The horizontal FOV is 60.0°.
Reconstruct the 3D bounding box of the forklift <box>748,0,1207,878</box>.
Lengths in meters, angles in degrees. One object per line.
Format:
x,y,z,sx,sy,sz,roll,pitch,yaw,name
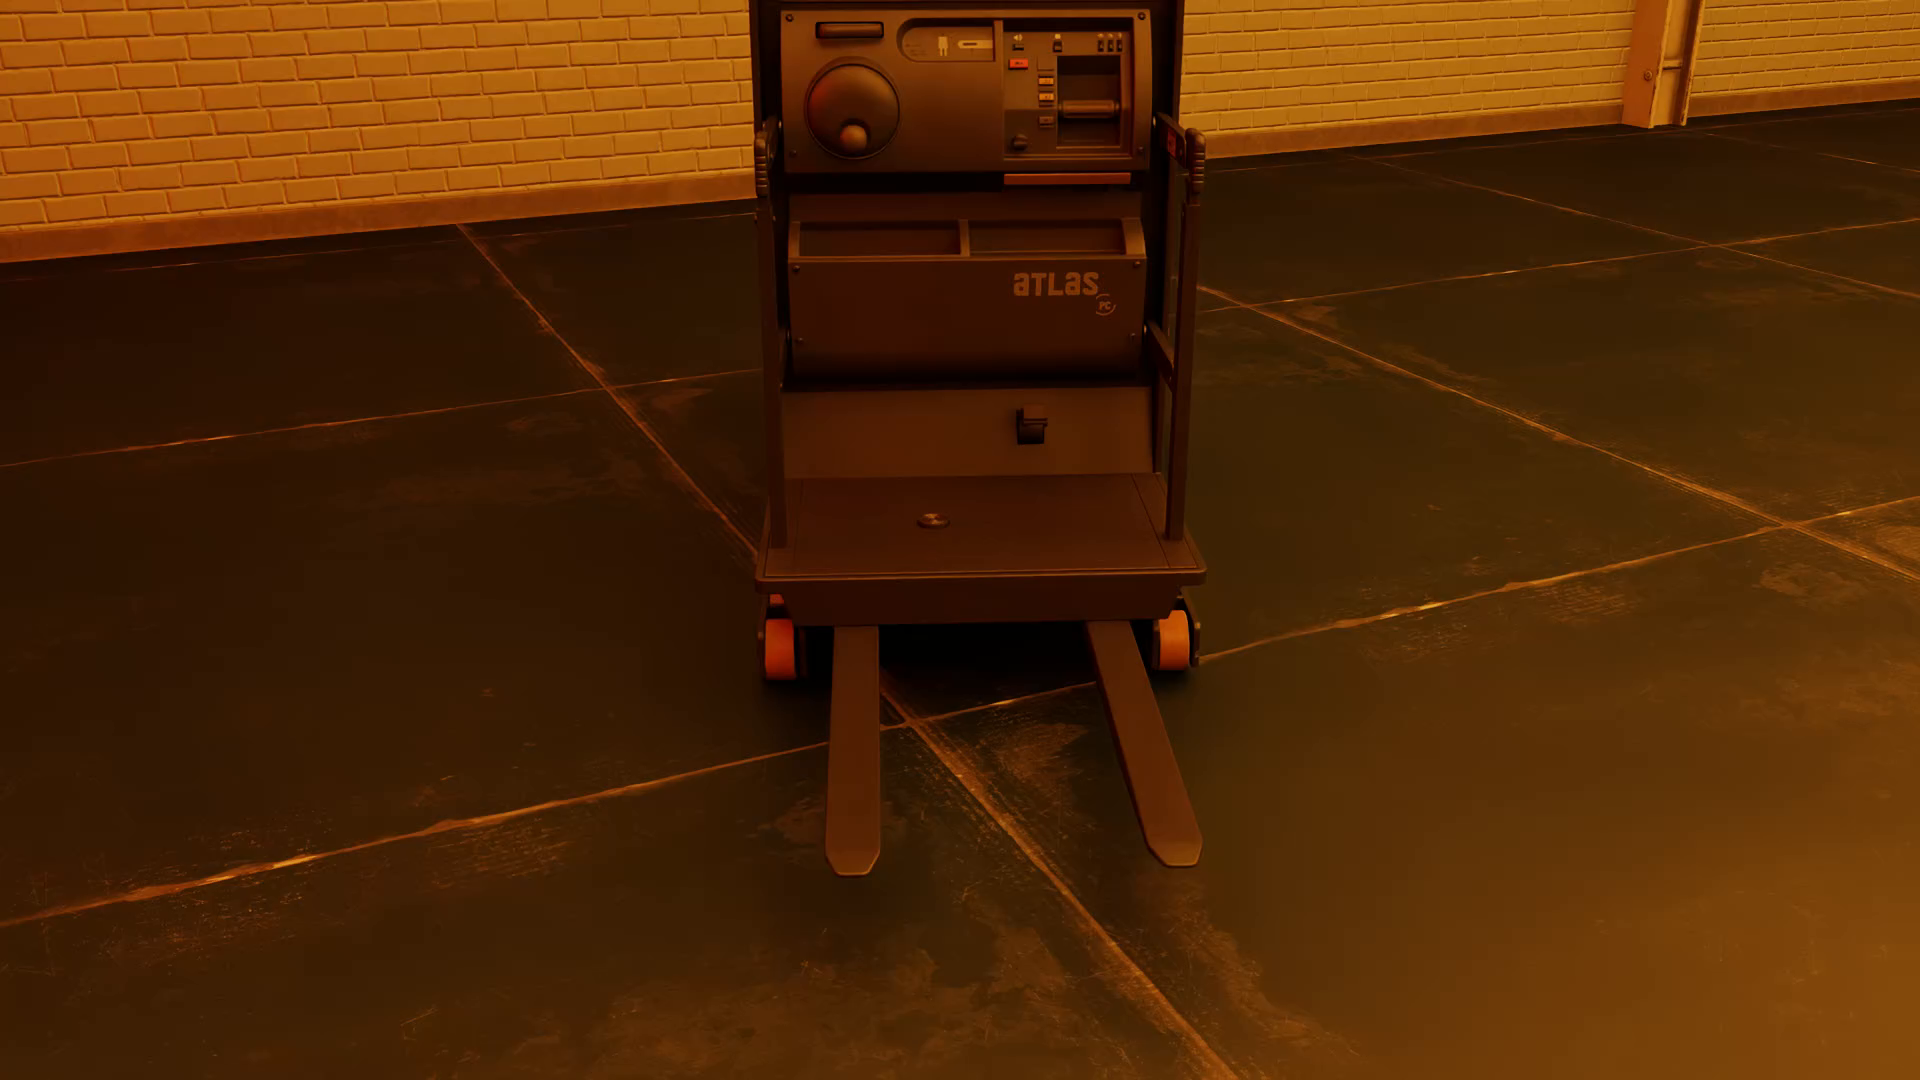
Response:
0.030,-1.120,3.982,1.130,2.935,3.031,-1,23,-3,forklift
